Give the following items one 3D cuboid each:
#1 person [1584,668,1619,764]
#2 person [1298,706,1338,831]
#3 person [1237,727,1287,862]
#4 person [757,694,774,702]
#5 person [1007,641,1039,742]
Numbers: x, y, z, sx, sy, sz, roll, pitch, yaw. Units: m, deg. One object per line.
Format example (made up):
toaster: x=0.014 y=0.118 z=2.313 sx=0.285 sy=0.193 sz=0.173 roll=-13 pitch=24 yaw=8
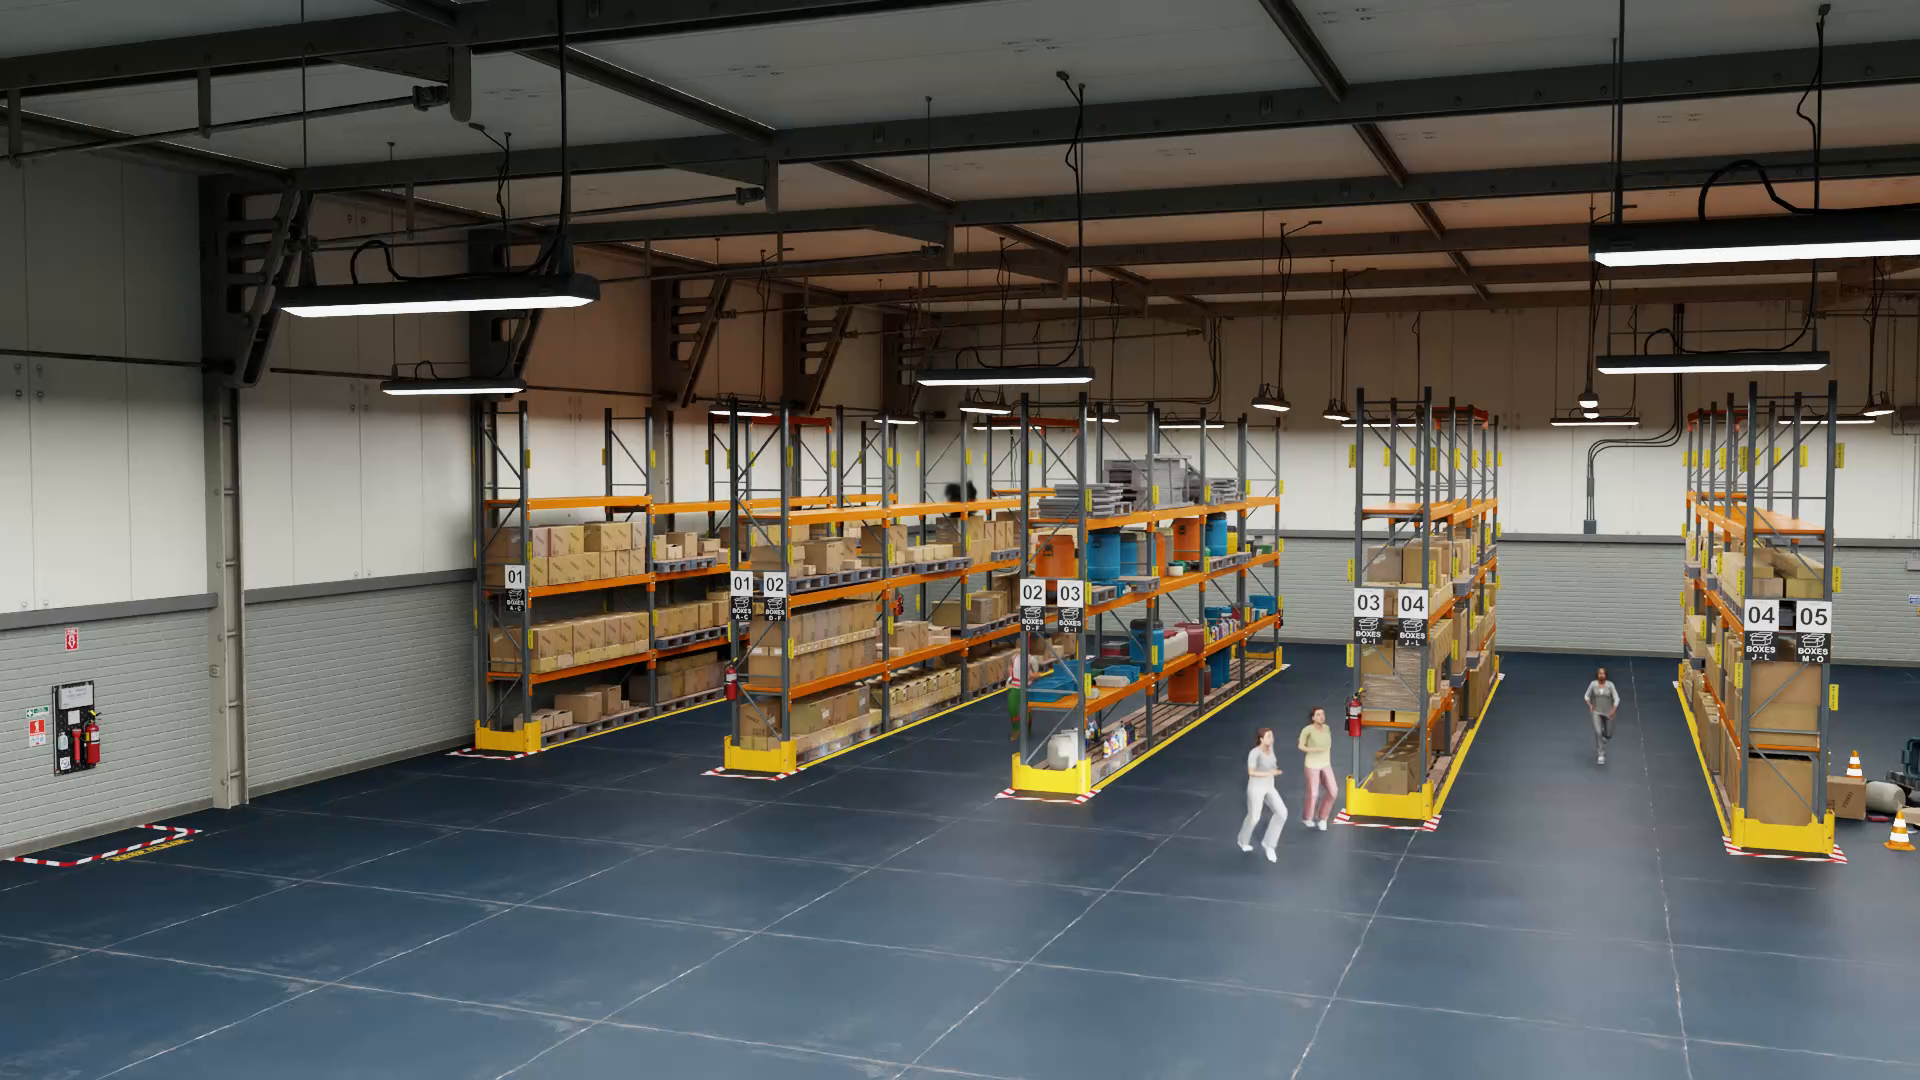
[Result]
person: x=10.670 y=2.899 z=27.663 sx=0.539 sy=1.560 sz=0.770 roll=1 pitch=3 yaw=17
person: x=4.828 y=3.091 z=22.398 sx=0.573 sy=1.711 sz=0.593 roll=-1 pitch=3 yaw=-18
person: x=3.764 y=3.164 z=20.826 sx=0.588 sy=1.658 sz=0.814 roll=-2 pitch=3 yaw=-34
person: x=-3.507 y=2.734 z=30.206 sx=0.611 sy=1.650 sz=0.655 roll=1 pitch=3 yaw=16
person: x=1.098 y=2.678 z=29.564 sx=0.632 sy=1.830 sz=0.754 roll=1 pitch=3 yaw=19
